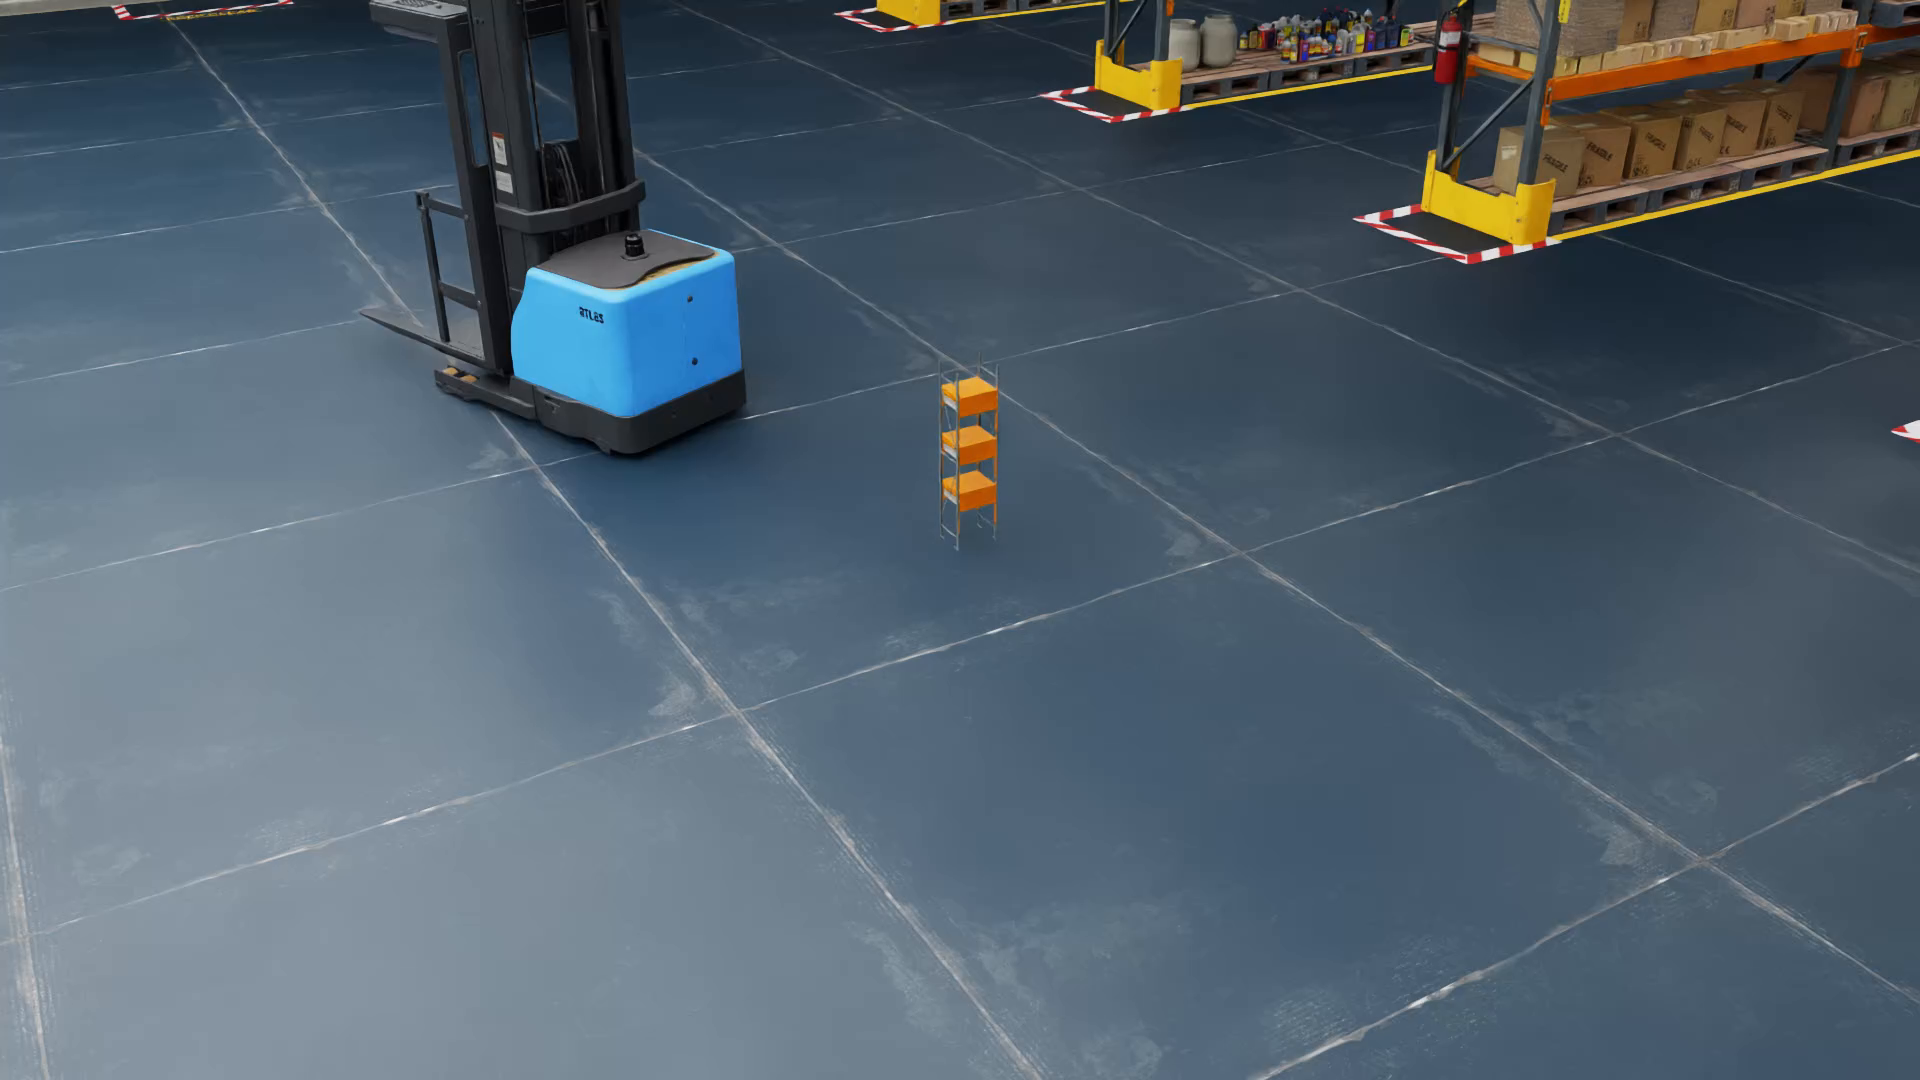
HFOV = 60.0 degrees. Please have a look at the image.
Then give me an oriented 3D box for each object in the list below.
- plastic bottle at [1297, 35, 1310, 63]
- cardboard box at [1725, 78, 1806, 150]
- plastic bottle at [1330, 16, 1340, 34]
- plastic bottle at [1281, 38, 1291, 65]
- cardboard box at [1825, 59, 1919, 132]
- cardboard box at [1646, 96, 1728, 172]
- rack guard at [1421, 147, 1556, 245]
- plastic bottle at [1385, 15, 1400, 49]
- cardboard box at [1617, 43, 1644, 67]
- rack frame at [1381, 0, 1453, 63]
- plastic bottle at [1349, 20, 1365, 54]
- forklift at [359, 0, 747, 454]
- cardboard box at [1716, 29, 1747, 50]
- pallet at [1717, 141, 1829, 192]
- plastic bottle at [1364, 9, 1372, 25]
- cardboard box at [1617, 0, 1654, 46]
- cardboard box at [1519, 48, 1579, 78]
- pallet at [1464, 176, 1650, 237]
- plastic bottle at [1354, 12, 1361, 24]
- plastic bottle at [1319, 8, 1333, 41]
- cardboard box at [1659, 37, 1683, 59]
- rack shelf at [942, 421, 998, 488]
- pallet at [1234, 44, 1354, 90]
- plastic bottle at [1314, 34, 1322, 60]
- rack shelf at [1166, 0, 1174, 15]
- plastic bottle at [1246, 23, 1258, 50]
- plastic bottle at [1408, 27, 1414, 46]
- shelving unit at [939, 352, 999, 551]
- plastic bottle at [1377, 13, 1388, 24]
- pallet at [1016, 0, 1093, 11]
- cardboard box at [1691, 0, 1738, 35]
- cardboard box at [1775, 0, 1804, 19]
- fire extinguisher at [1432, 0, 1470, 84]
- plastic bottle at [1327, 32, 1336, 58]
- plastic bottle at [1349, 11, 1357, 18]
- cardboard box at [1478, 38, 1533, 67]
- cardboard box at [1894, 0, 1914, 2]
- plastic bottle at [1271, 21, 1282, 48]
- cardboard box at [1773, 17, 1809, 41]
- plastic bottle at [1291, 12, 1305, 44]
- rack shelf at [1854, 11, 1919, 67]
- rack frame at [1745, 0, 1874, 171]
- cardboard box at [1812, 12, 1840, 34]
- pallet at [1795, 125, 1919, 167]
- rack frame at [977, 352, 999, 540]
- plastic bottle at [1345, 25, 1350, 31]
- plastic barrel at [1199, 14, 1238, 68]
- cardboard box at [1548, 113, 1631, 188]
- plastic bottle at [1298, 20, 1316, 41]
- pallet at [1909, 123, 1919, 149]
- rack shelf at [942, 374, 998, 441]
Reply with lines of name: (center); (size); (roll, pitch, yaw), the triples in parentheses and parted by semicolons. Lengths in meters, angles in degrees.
plastic bottle: (3.780, -5.410, 18.305); (0.133, 0.283, 0.061); (-15, 32, -26)
cardboard box: (7.448, -3.969, 15.490); (0.500, 0.500, 0.500); (-17, 33, -28)
plastic bottle: (4.334, -5.912, 19.226); (0.097, 0.271, 0.097); (0, 29, 0)
plastic bottle: (3.576, -5.357, 18.221); (0.097, 0.271, 0.097); (0, 29, 0)
cardboard box: (8.774, -4.309, 16.086); (0.500, 0.500, 0.700); (-16, 33, -27)
cardboard box: (6.462, -3.641, 14.895); (0.500, 0.500, 0.500); (-19, 34, -31)
rack guard: (4.430, -2.906, 13.998); (0.348, 0.500, 1.175); (-16, 33, -26)
plastic bottle: (4.894, -5.779, 18.904); (0.185, 0.351, 0.144); (-17, 33, -28)
cardboard box: (5.384, -4.020, 13.690); (0.250, 0.149, 0.380); (-16, 33, -26)
rack frame: (5.304, -7.024, 18.873); (0.127, 3.000, 1.000); (-16, 33, -26)
plastic bottle: (4.450, -5.653, 18.675); (0.185, 0.351, 0.144); (-16, 33, -27)
forklift: (-2.843, -2.374, 10.518); (3.031, 2.935, 1.130); (21, 35, 33)
cardboard box: (6.476, -4.315, 14.224); (0.250, 0.149, 0.380); (-16, 33, -26)
pallet: (7.252, -3.561, 15.484); (1.213, 0.211, 1.003); (-16, 33, -26)
plastic bottle: (4.807, -6.127, 19.616); (0.097, 0.271, 0.097); (0, 29, 0)
cardboard box: (5.223, -4.451, 13.800); (0.500, 0.500, 0.875); (-16, 33, -26)
cardboard box: (4.731, -3.842, 13.367); (0.250, 0.149, 0.380); (-16, 33, -26)
pallet: (5.148, -2.963, 14.401); (1.213, 0.211, 1.003); (-16, 33, -26)
plastic bottle: (4.596, -5.997, 19.369); (0.133, 0.283, 0.061); (-16, 33, -26)
plastic bottle: (4.235, -5.986, 19.278); (0.185, 0.351, 0.144); (-17, 33, -28)
cardboard box: (5.805, -4.151, 13.927); (0.250, 0.149, 0.380); (-16, 33, -26)
rack shelf: (0.046, -0.463, 9.025); (0.240, 0.259, 0.215); (-16, 33, -26)
pallet: (3.650, -5.356, 18.736); (1.213, 0.211, 1.003); (-16, 33, -26)
plastic bottle: (3.958, -5.465, 18.417); (0.097, 0.271, 0.097); (0, 29, 0)
rack shelf: (3.579, -6.219, 18.160); (4.000, 0.370, 1.077); (-16, 33, -26)
plastic bottle: (3.308, -5.717, 18.860); (0.133, 0.283, 0.061); (-15, 32, -25)
plastic bottle: (5.149, -5.773, 19.047); (0.097, 0.201, 0.097); (0, 29, 0)
shelving unit: (0.046, -0.473, 9.020); (0.252, 1.050, 0.215); (-16, 33, -26)
plastic bottle: (4.821, -5.839, 19.013); (0.185, 0.351, 0.144); (-16, 33, -26)
pallet: (1.037, -7.390, 22.422); (1.213, 0.211, 1.003); (-16, 33, -26)
cardboard box: (6.113, -4.673, 14.202); (0.500, 0.500, 0.875); (-16, 33, -26)
cardboard box: (6.945, -4.943, 14.690); (0.500, 0.500, 0.875); (-16, 33, -26)
fire extinguisher: (4.032, -4.112, 13.676); (0.183, 0.674, 0.296); (-16, 33, -26)
plastic bottle: (4.132, -5.515, 18.507); (0.097, 0.271, 0.097); (0, 29, 0)
plastic bottle: (4.542, -6.038, 19.450); (0.135, 0.276, 0.152); (-15, 32, -25)
cardboard box: (4.505, -4.027, 13.703); (0.250, 0.149, 0.380); (-16, 33, -26)
cardboard box: (8.569, -5.543, 15.135); (1.000, 1.000, 1.000); (-16, 33, -26)
plastic bottle: (3.567, -5.761, 18.949); (0.135, 0.276, 0.152); (-17, 33, -28)
cardboard box: (7.151, -4.475, 14.514); (0.250, 0.149, 0.380); (-16, 33, -26)
plastic bottle: (3.868, -5.882, 19.090); (0.185, 0.351, 0.144); (-16, 33, -27)
rack shelf: (9.537, -5.135, 16.195); (4.000, 0.370, 1.077); (-16, 33, -26)
rack frame: (7.813, -4.961, 15.134); (0.127, 3.000, 1.000); (-16, 33, -26)
cardboard box: (7.556, -4.618, 14.774); (0.250, 0.149, 0.380); (-16, 33, -26)
pallet: (8.483, -3.931, 16.155); (1.213, 0.211, 1.003); (-16, 33, -26)
rack frame: (0.151, -0.503, 9.074); (0.008, 1.050, 0.200); (-16, 33, -26)
plastic bottle: (4.376, -5.660, 18.758); (0.133, 0.283, 0.061); (-16, 33, -26)
plastic barrel: (2.816, -5.455, 18.171); (0.421, 0.512, 0.421); (0, 29, 0)
cardboard box: (5.409, -3.378, 14.418); (0.500, 0.500, 0.500); (-8, 30, -13)
plastic bottle: (3.965, -5.794, 19.007); (0.135, 0.276, 0.152); (-16, 33, -26)
pallet: (9.536, -4.232, 16.699); (1.213, 0.211, 1.003); (-16, 33, -26)
rack shelf: (0.046, -0.712, 8.888); (0.240, 0.259, 0.215); (-16, 33, -26)
